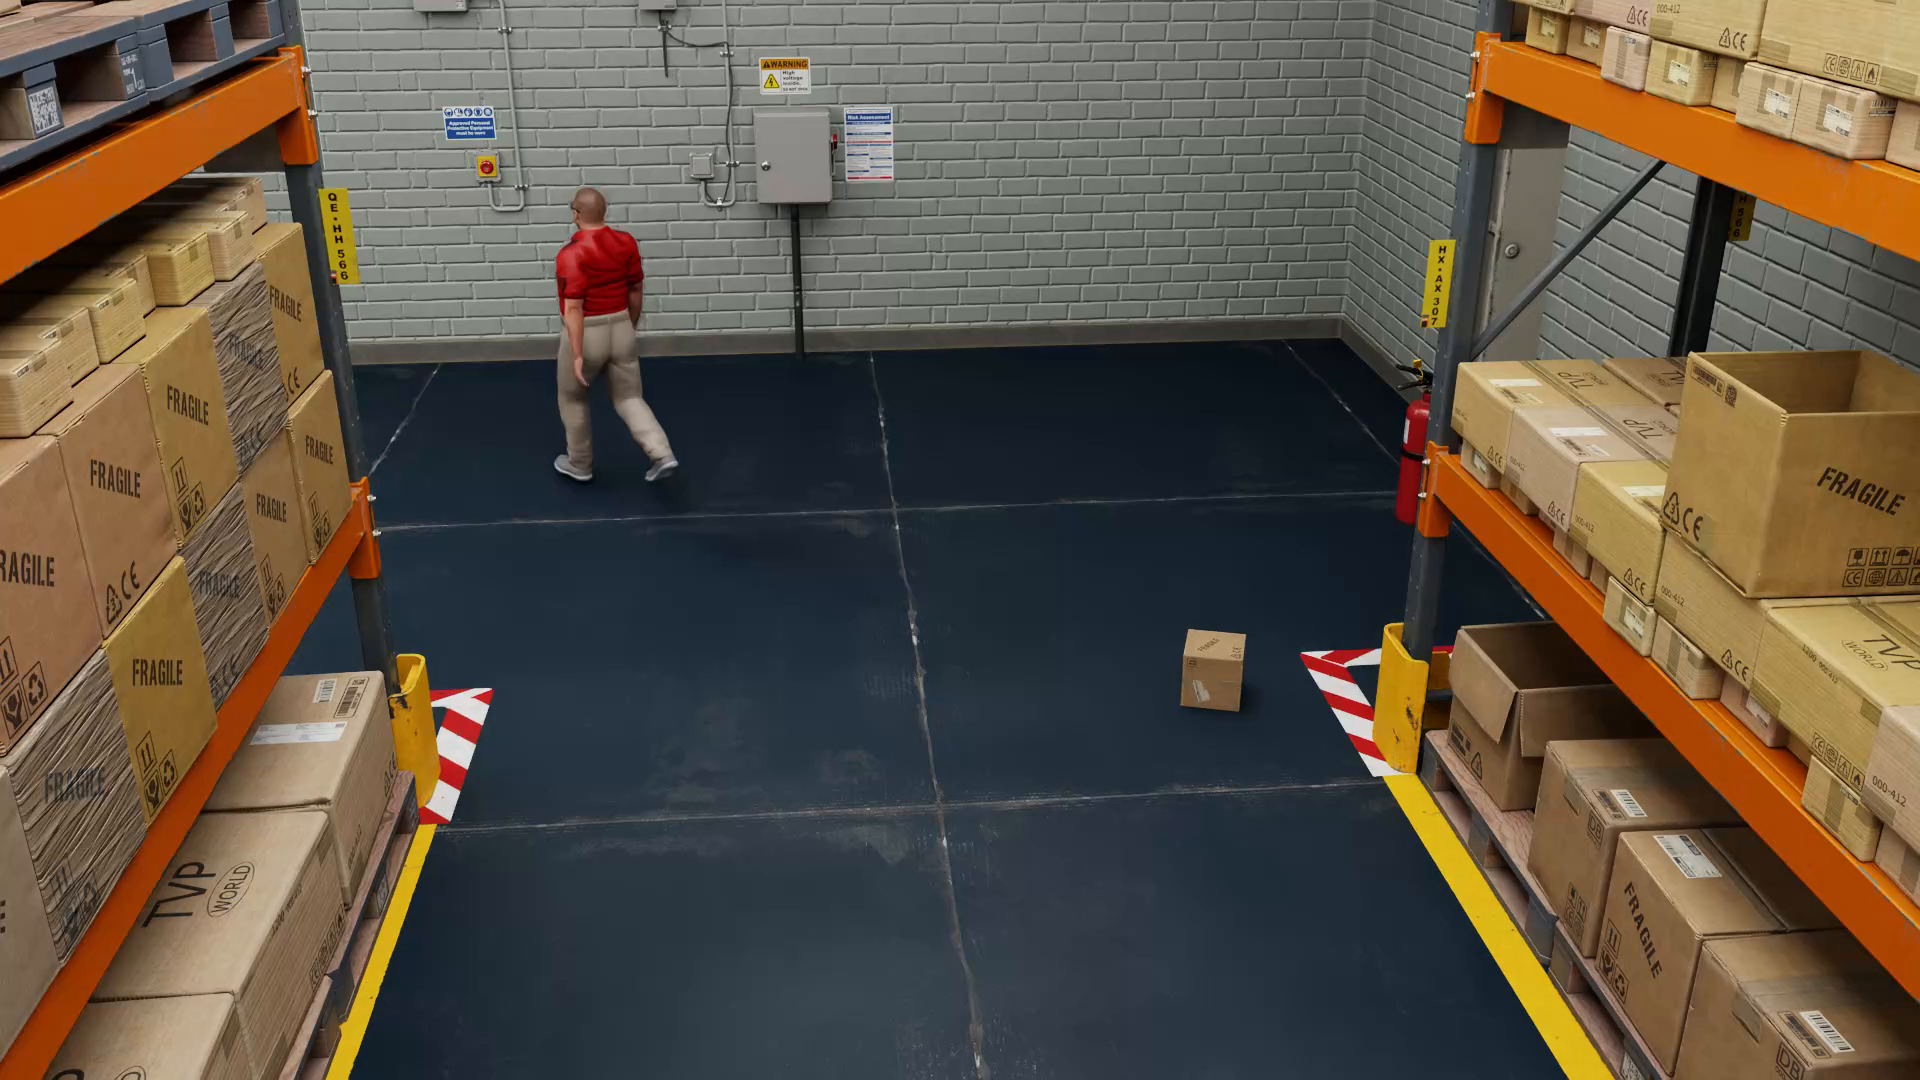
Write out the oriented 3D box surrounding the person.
[{"bbox_3d":[-1.953,-1.099,9.129,0.541,1.685,0.928,-20,30,-38],"label":"person"}]
